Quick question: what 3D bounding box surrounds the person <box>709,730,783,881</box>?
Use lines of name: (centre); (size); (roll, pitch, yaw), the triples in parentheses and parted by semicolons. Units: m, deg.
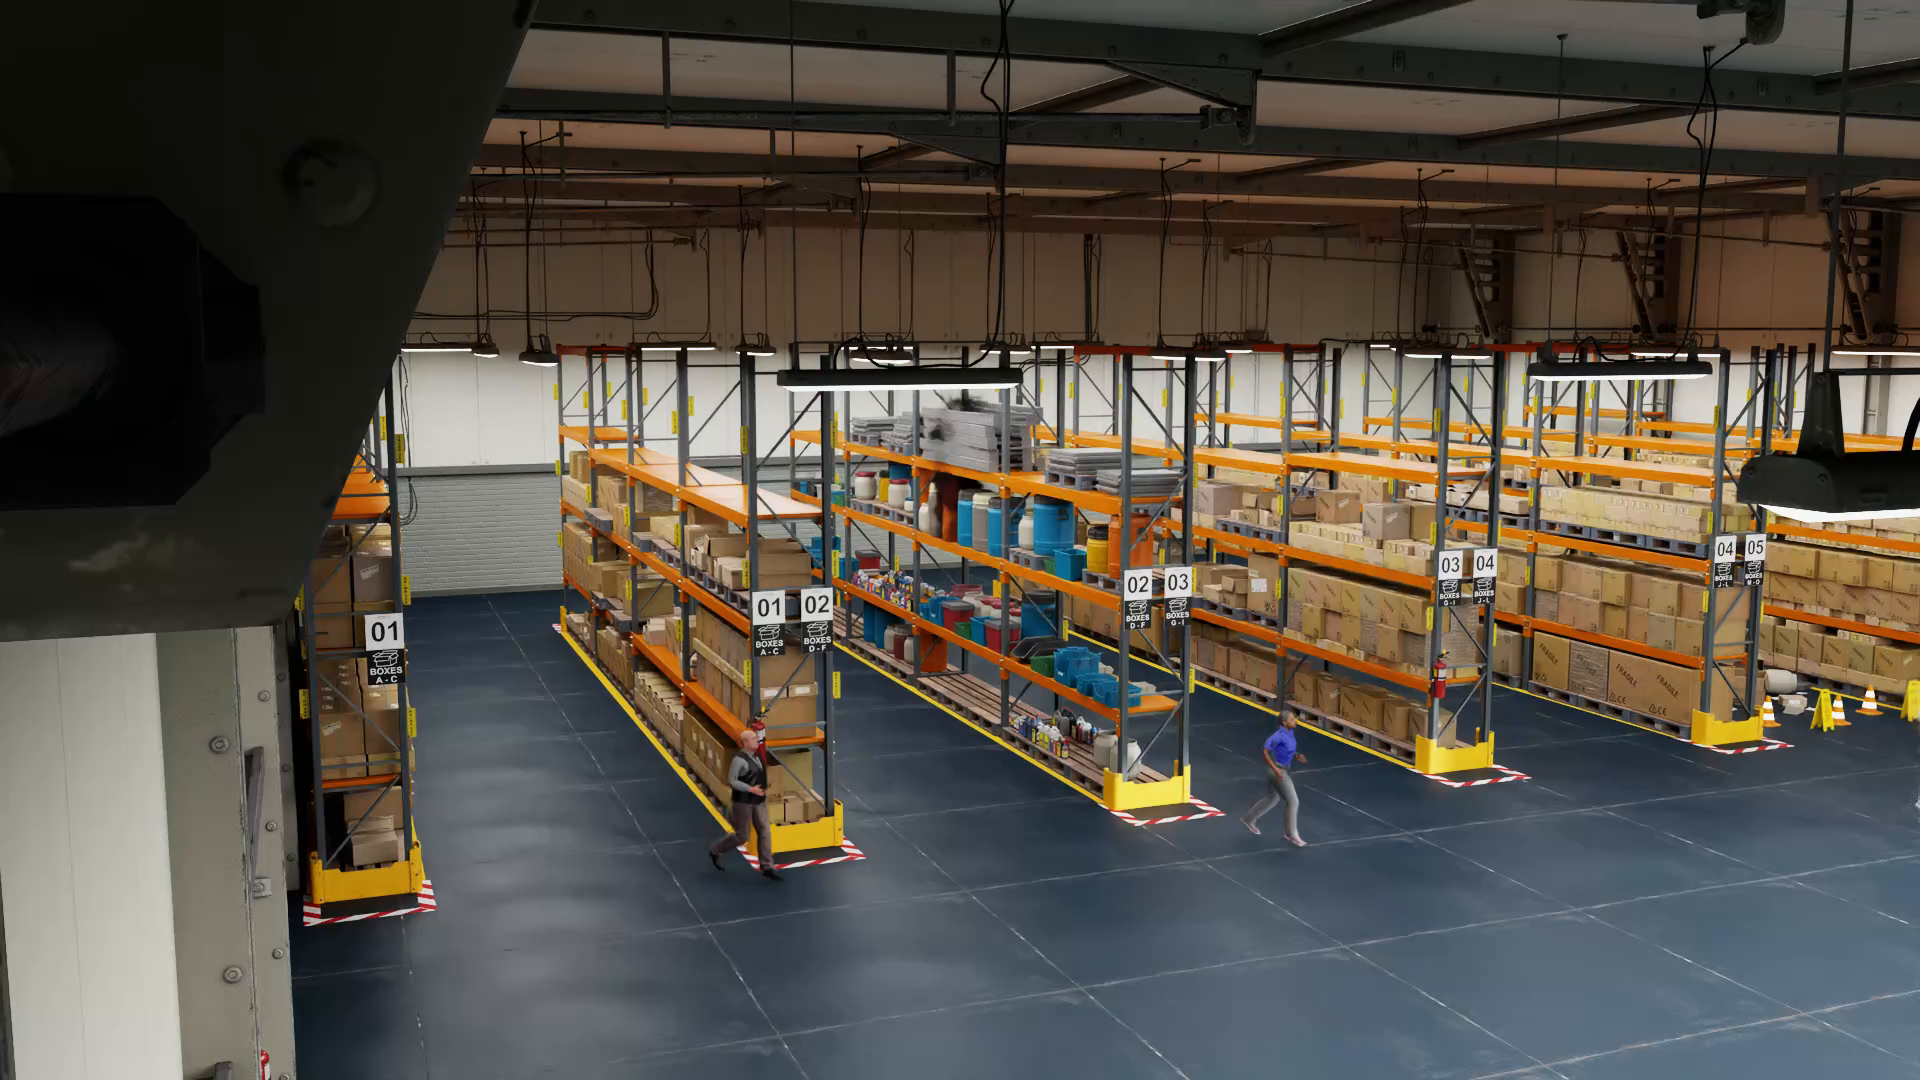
person: (-2.431, 3.042, 19.212); (0.978, 1.714, 0.695); (4, 8, 27)

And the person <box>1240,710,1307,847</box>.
person: (3.895, 2.911, 20.544); (0.845, 1.681, 0.559); (2, 8, 19)
